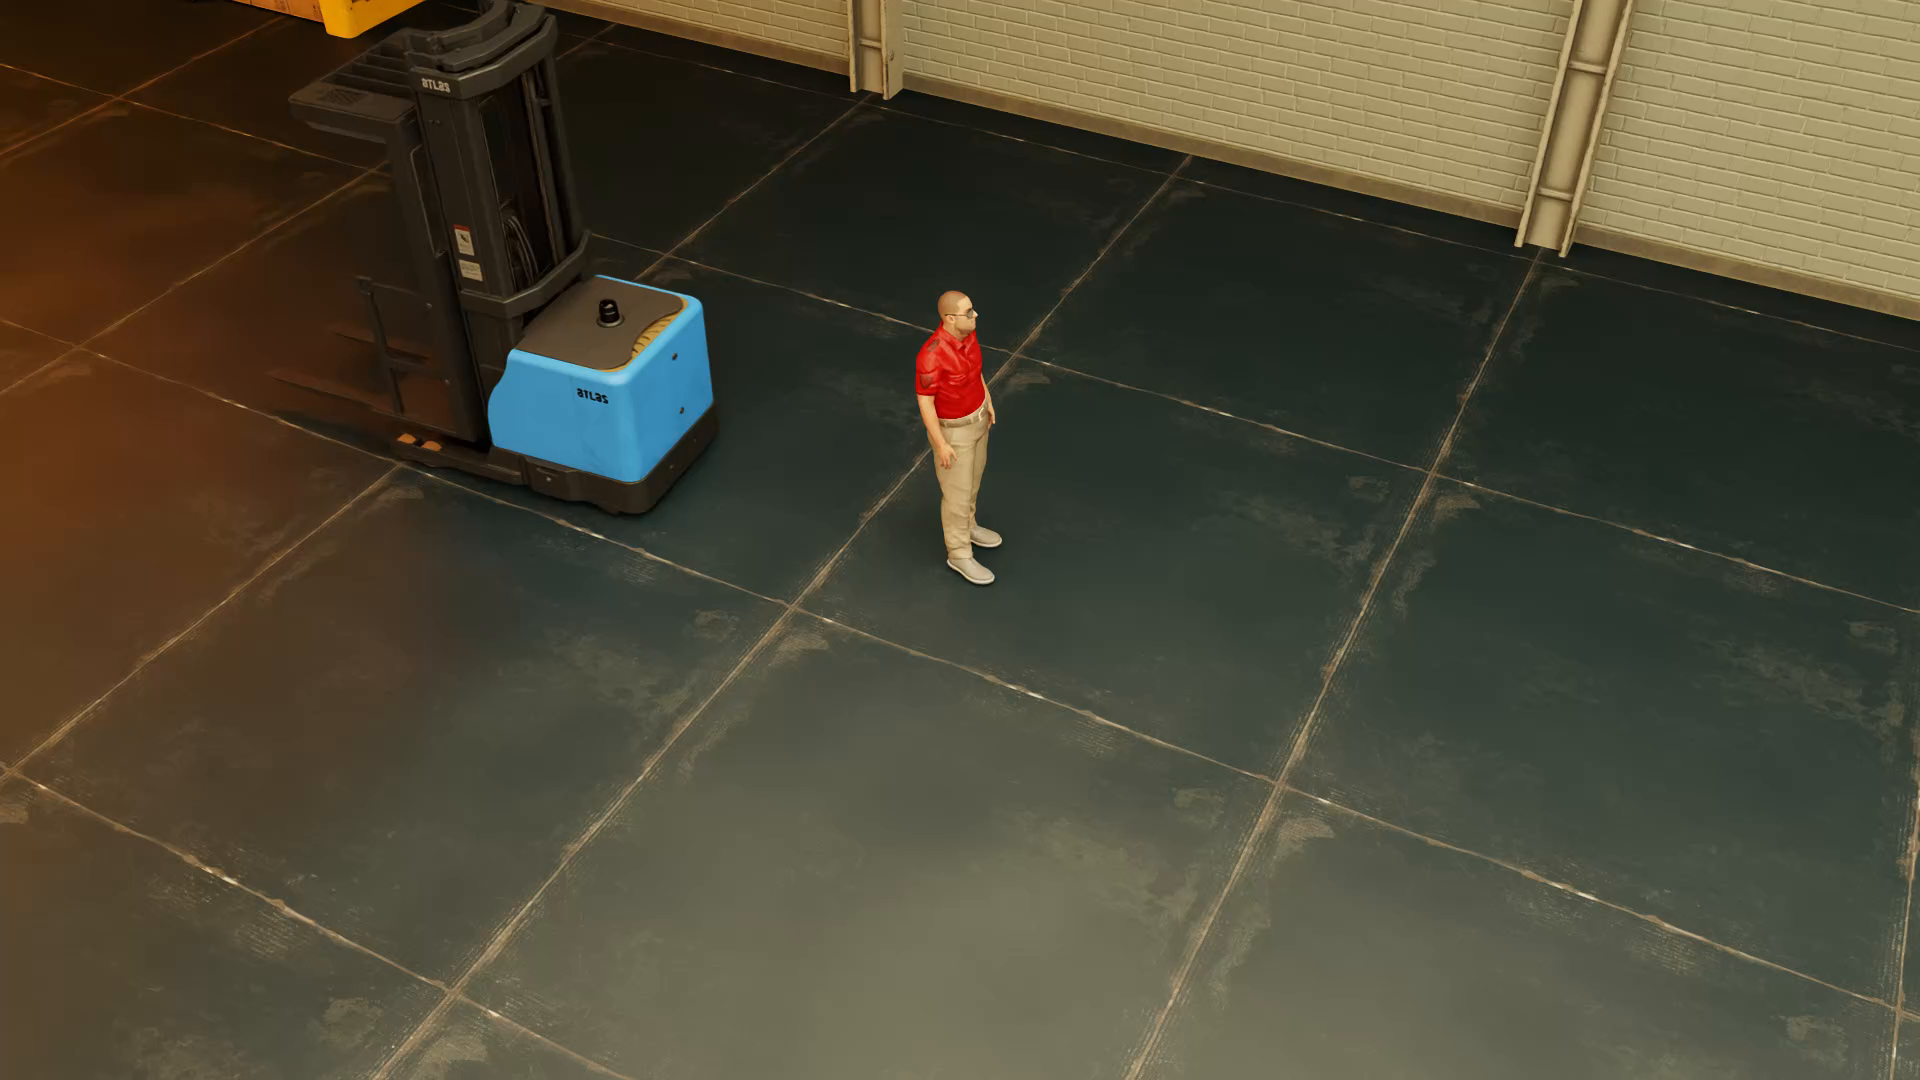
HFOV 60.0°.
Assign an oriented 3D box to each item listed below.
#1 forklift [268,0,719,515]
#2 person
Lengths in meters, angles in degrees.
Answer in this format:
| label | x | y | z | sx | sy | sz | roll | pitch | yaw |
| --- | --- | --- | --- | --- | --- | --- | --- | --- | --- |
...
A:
| label | x | y | z | sx | sy | sz | roll | pitch | yaw |
| --- | --- | --- | --- | --- | --- | --- | --- | --- | --- |
| forklift | -3.161 | -1.895 | 10.236 | 3.031 | 2.935 | 1.130 | 15 | 42 | 17 |
| person | 0.074 | -0.633 | 9.660 | 0.550 | 1.727 | 0.640 | 18 | 43 | 21 |
